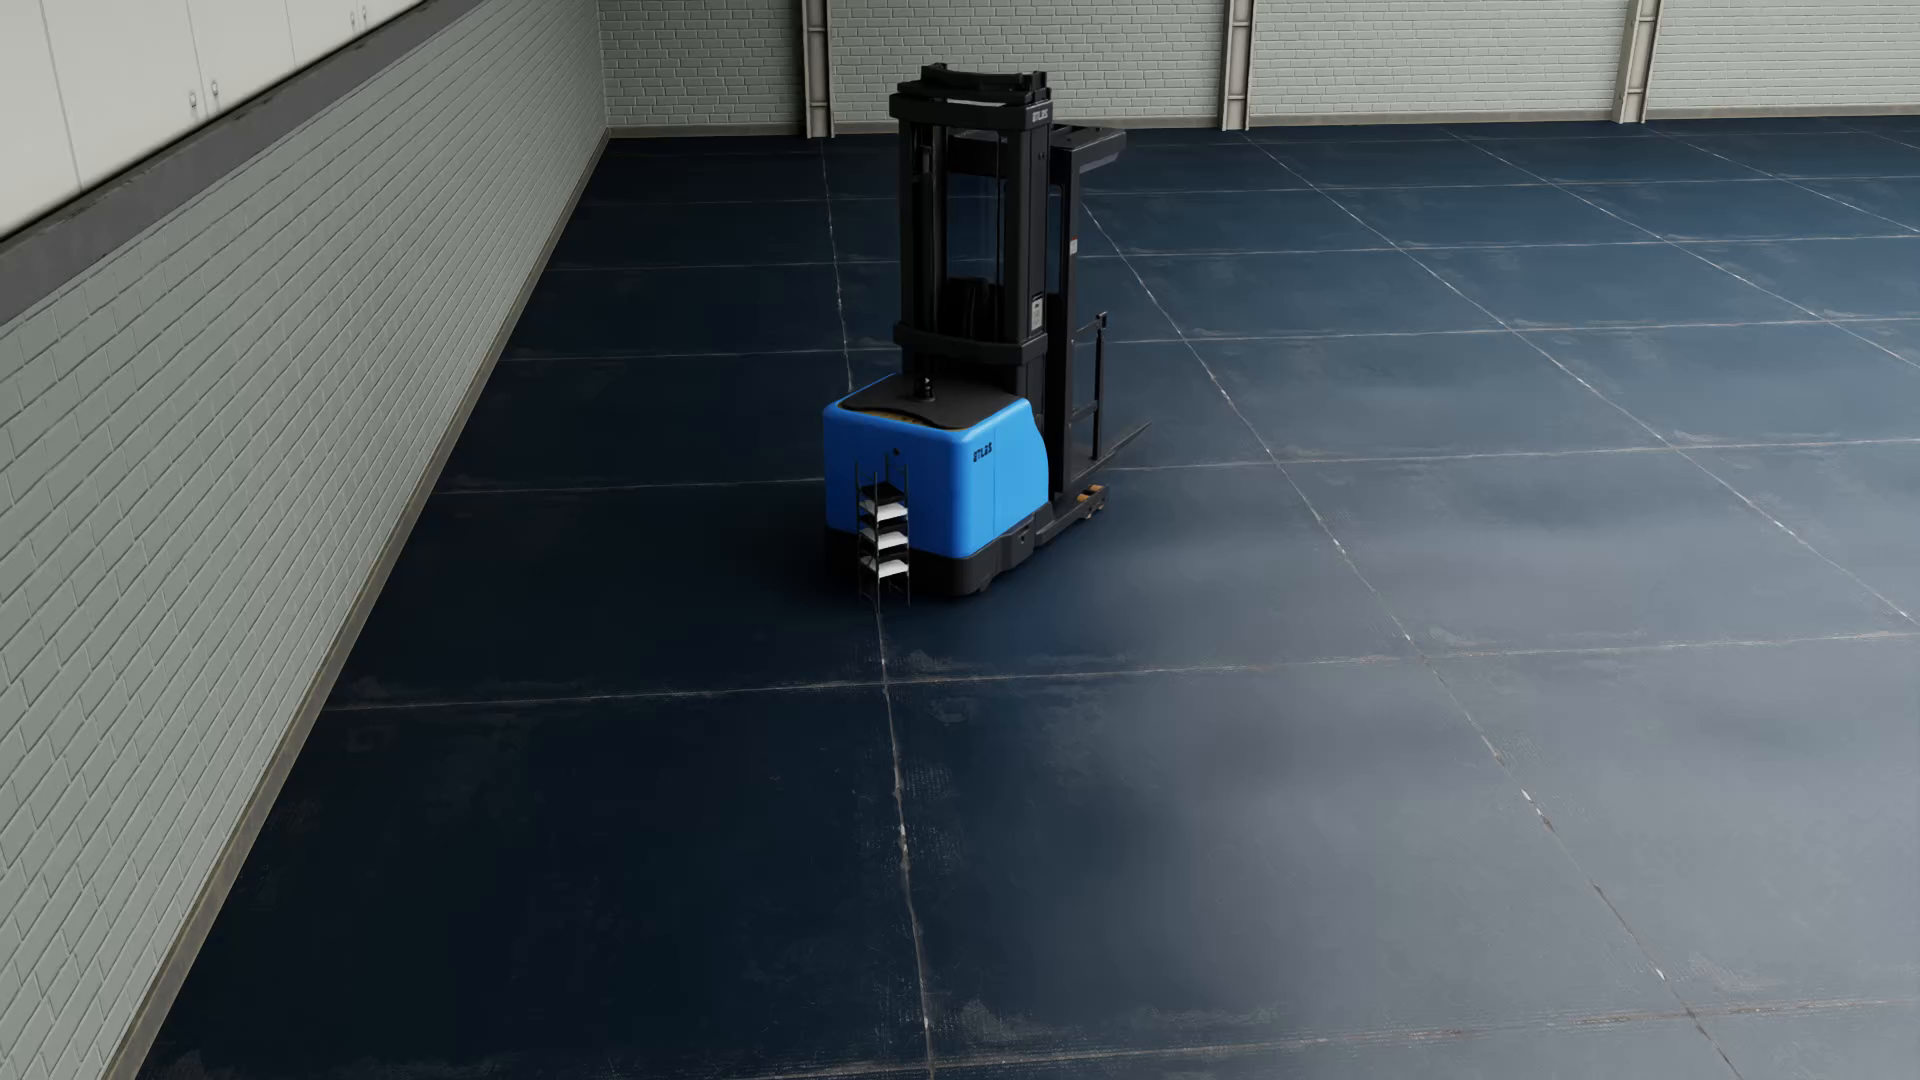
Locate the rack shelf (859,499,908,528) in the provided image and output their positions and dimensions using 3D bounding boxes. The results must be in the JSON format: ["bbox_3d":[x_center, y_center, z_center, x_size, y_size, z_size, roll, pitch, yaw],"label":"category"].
[{"bbox_3d":[-0.453,-0.170,9.660,0.200,0.077,0.258,-15,28,-29],"label":"rack shelf"}]

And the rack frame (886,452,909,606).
[{"bbox_3d":[-0.367,-0.058,9.770,0.006,0.900,0.240,-15,28,-29],"label":"rack frame"}]

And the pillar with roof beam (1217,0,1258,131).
[{"bbox_3d":[4.403,-8.377,18.518,0.400,9.000,9.100,-2,24,-5],"label":"pillar with roof beam"}]

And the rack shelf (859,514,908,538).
[{"bbox_3d":[-0.453,-0.088,9.697,0.200,0.077,0.258,-15,28,-29],"label":"rack shelf"}]

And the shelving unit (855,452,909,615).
[{"bbox_3d":[-0.453,-0.036,9.721,0.210,0.900,0.258,-15,28,-29],"label":"shelving unit"}]

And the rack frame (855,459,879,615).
[{"bbox_3d":[-0.539,-0.014,9.671,0.006,0.900,0.240,-15,28,-29],"label":"rack frame"}]

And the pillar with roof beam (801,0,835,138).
[{"bbox_3d":[-1.568,-8.138,17.979,0.400,9.000,9.100,-2,24,-5],"label":"pillar with roof beam"}]

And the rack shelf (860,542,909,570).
[{"bbox_3d":[-0.453,0.076,9.771,0.200,0.077,0.258,-15,28,-29],"label":"rack shelf"}]

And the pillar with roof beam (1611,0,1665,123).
[{"bbox_3d":[10.374,-8.617,19.057,0.400,9.000,9.100,-2,24,-5],"label":"pillar with roof beam"}]

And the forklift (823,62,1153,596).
[{"bbox_3d":[0.351,-1.564,10.659,1.130,2.935,3.031,14,27,28],"label":"forklift"}]

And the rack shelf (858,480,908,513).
[{"bbox_3d":[-0.453,-0.252,9.623,0.200,0.077,0.258,-15,28,-29],"label":"rack shelf"}]

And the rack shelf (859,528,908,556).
[{"bbox_3d":[-0.453,-0.006,9.734,0.200,0.077,0.258,-15,28,-29],"label":"rack shelf"}]

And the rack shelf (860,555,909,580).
[{"bbox_3d":[-0.453,0.158,9.808,0.200,0.077,0.258,-15,28,-29],"label":"rack shelf"}]
